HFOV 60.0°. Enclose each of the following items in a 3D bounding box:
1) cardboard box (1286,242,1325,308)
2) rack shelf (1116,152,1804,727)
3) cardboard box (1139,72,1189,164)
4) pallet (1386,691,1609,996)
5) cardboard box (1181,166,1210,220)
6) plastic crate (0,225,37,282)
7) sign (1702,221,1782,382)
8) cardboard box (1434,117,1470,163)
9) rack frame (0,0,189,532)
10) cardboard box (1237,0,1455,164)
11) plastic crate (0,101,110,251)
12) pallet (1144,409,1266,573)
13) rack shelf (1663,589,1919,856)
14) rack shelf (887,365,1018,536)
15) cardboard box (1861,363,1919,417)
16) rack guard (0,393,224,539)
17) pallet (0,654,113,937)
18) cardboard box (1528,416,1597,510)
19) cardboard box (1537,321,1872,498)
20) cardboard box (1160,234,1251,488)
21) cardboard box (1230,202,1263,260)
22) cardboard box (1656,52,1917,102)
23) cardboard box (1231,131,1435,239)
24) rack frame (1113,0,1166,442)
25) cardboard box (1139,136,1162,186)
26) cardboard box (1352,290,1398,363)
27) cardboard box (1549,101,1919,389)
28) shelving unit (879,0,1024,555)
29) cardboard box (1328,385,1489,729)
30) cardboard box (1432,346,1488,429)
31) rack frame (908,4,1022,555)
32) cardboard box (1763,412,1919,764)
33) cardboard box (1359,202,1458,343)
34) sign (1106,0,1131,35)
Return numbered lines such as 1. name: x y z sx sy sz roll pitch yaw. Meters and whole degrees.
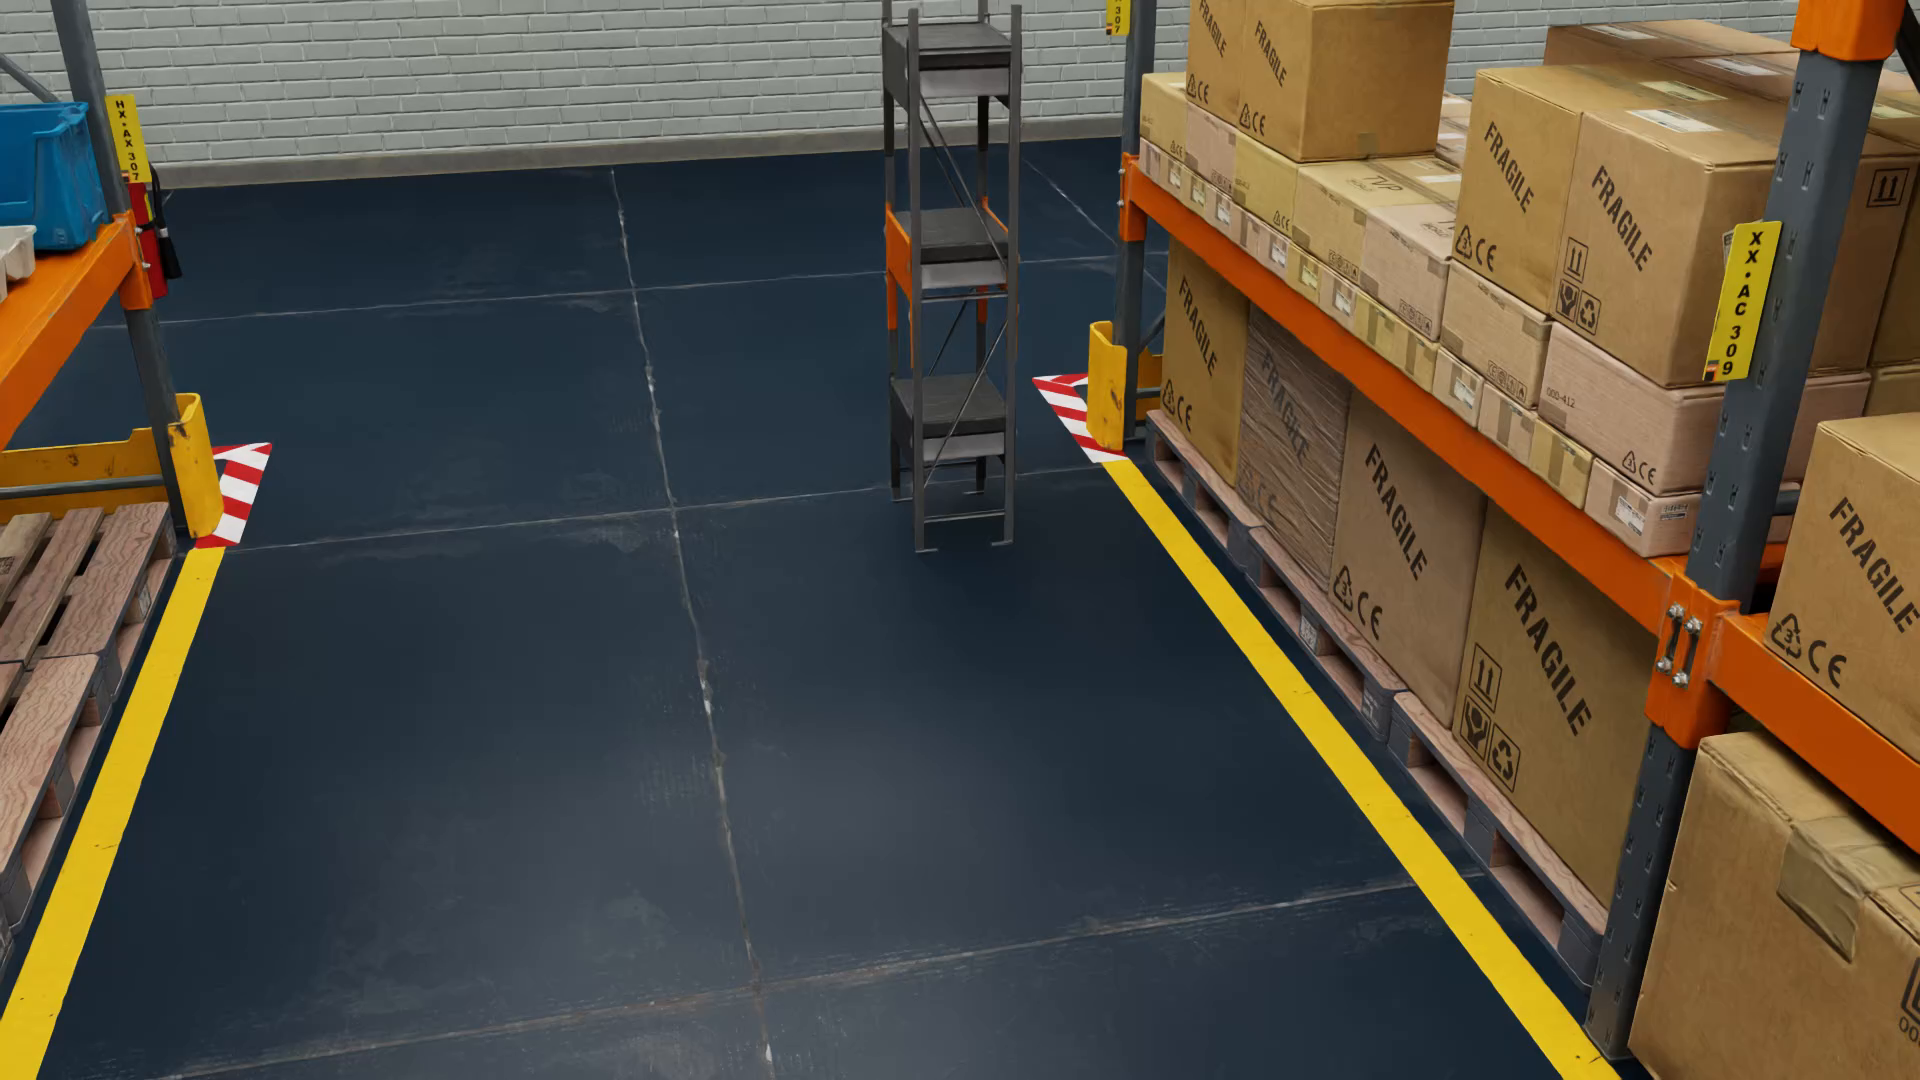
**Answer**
1. cardboard box: 1.299 -0.886 5.455 0.380 0.149 0.250 -7 28 -13
2. rack shelf: 1.643 -0.663 5.533 1.077 0.370 4.000 -6 27 -12
3. cardboard box: 1.037 -1.690 6.606 0.500 0.250 0.500 -7 28 -13
4. pallet: 1.999 0.797 4.937 1.003 0.211 1.213 -6 27 -12
5. cardboard box: 1.068 -1.336 6.347 0.380 0.149 0.250 -7 28 -13
6. plastic crate: -3.273 -0.929 5.487 0.396 0.136 0.243 -6 27 -12
7. sign: 1.553 -0.471 3.306 0.100 0.325 0.005 -6 27 -12
8. cardboard box: 1.789 -1.296 5.825 0.500 0.250 0.500 -7 28 -13
9. rack frame: -3.633 -1.359 6.114 1.000 3.000 0.127 -6 27 -12
10. cardboard box: 1.273 -1.578 5.552 0.500 0.500 0.500 -7 28 -13
11. plastic crate: -3.376 -1.274 5.839 0.616 0.435 0.499 -6 27 -12
12. pallet: 1.449 -0.274 7.059 1.003 0.211 1.213 -6 27 -12
13. rack shelf: 2.544 1.093 2.054 1.077 0.370 4.000 -6 27 -12
14. rack shelf: -0.037 -0.373 6.742 0.431 0.518 0.480 -6 27 -12
15. cardboard box: 2.243 -0.405 4.060 0.500 0.250 0.500 -6 27 -13
16. rack guard: -3.651 -0.253 6.696 1.175 0.500 0.348 -6 27 -12
17. pallet: -3.214 0.786 4.958 1.003 0.211 1.213 -6 27 -12
18. cardboard box: 1.647 -0.208 4.112 0.380 0.149 0.250 -5 27 -11
19. cardboard box: 1.738 -0.339 3.930 0.500 0.250 0.500 -6 27 -13
20. cardboard box: 1.414 -0.828 6.954 0.875 0.875 0.875 -6 27 -12
21. cardboard box: 1.184 -1.110 5.899 0.380 0.149 0.250 -6 27 -13
22. cardboard box: 2.131 -0.960 4.327 0.500 0.500 0.500 -6 27 -12
23. cardboard box: 1.271 -1.241 5.717 0.500 0.250 0.500 -7 28 -13
24. rack frame: 1.192 -1.862 7.111 1.000 3.000 0.127 -6 27 -12
25. cardboard box: 0.951 -1.561 6.792 0.380 0.149 0.250 -6 27 -11
26. cardboard box: 1.416 -0.659 5.005 0.380 0.149 0.250 -6 27 -12
27. cardboard box: 1.730 -0.682 3.775 0.500 0.500 0.500 -5 27 -10
28. shelving unit: -0.037 -1.010 6.421 0.431 2.100 0.503 -6 27 -12
29. cardboard box: 1.820 -0.038 5.389 0.875 0.875 0.875 -6 27 -12
30. cardboard box: 1.532 -0.433 4.558 0.380 0.149 0.250 -5 27 -11
31. rack frame: 0.018 -0.903 6.209 0.400 2.100 0.015 -6 27 -12
32. cardboard box: 1.954 0.076 3.159 0.500 0.500 0.500 -6 27 -11
33. cardboard box: 1.504 -0.790 4.823 0.500 0.250 0.500 -5 27 -11
34. sign: 0.650 -2.230 6.791 0.100 0.325 0.005 -6 27 -12
